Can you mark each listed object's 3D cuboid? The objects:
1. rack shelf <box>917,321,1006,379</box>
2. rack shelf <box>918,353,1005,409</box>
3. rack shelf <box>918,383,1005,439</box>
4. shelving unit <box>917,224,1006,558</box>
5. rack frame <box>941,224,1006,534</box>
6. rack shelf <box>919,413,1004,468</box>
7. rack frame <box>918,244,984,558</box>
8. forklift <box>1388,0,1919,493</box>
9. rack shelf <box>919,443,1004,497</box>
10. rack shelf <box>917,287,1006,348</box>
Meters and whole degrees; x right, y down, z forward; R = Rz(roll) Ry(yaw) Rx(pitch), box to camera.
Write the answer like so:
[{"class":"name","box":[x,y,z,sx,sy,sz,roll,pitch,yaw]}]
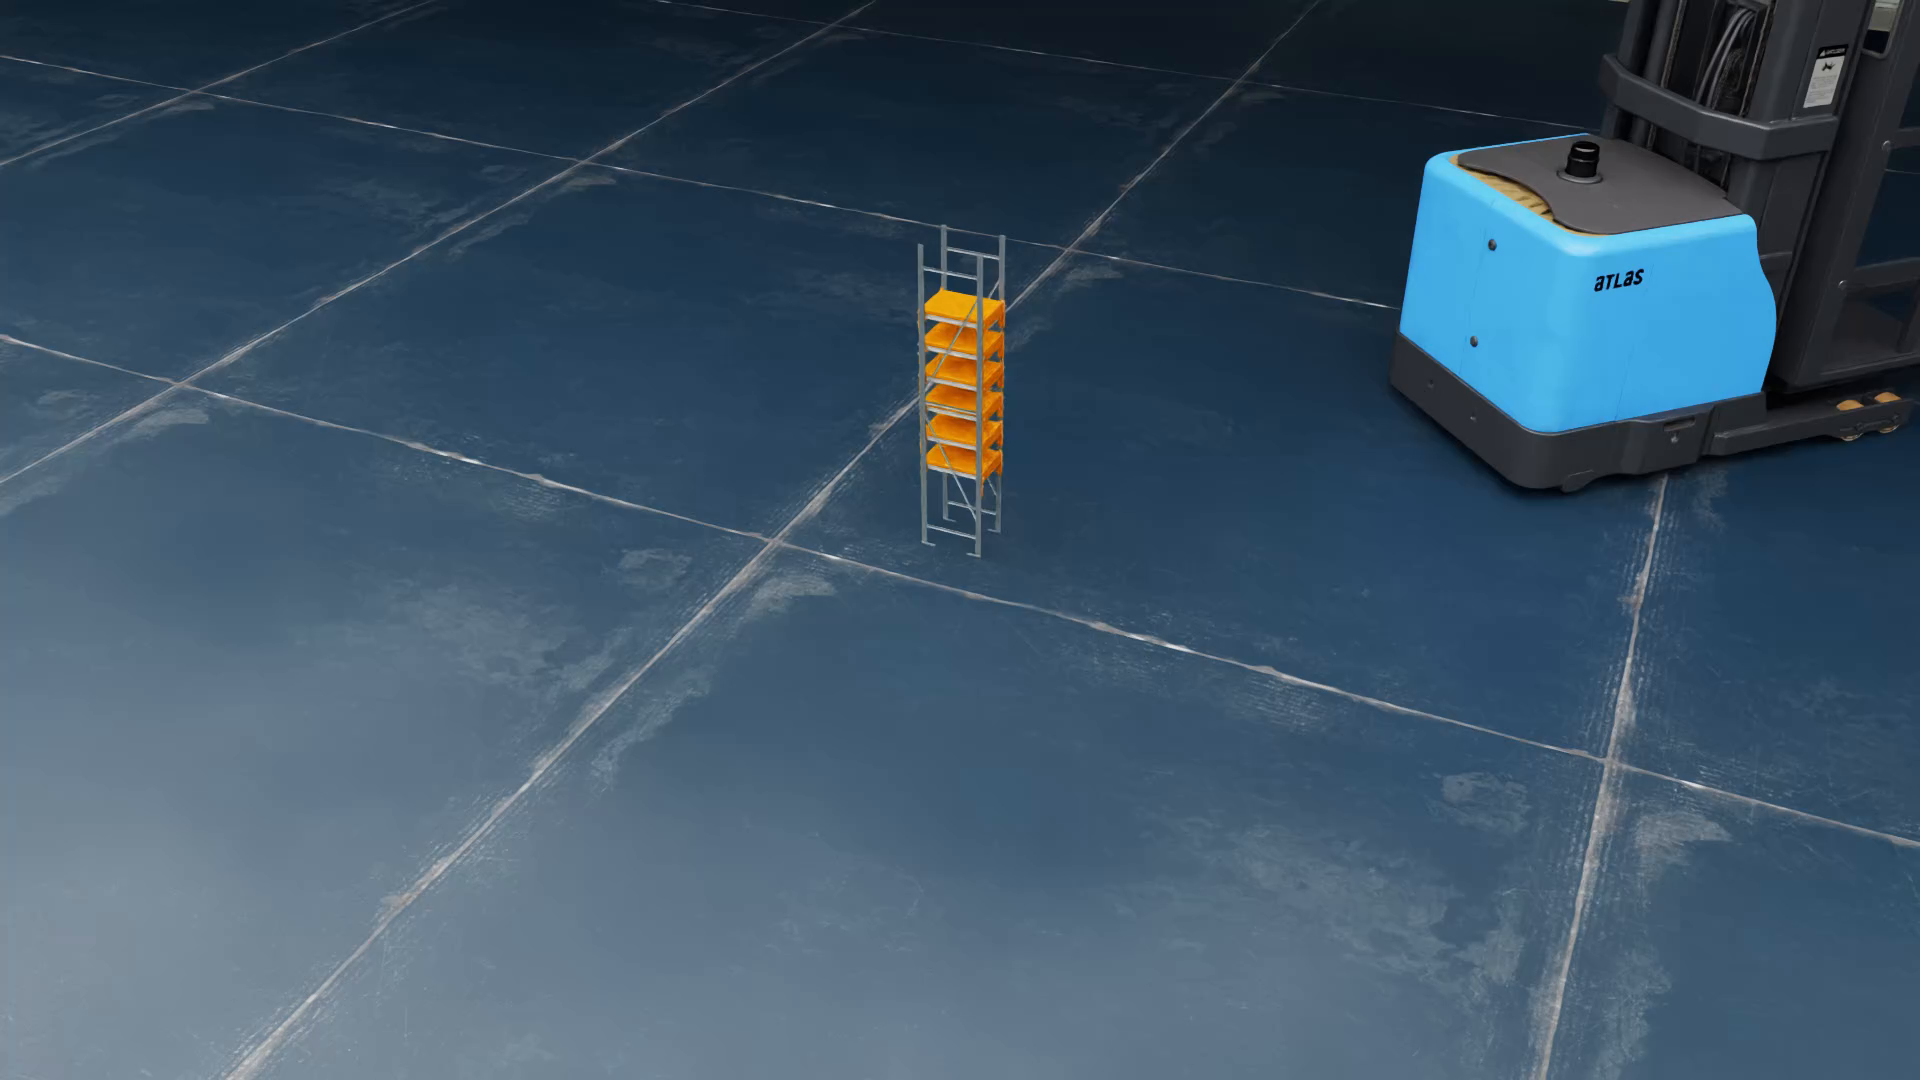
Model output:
[{"class":"rack shelf","box":[0.006,-0.673,5.825,0.258,0.103,0.180,14,36,20]},{"class":"rack shelf","box":[0.006,-0.572,5.891,0.258,0.103,0.180,14,36,20]},{"class":"rack shelf","box":[0.006,-0.472,5.956,0.258,0.103,0.180,14,36,20]},{"class":"shelving unit","box":[0.006,-0.509,5.932,0.258,1.200,0.189,14,36,20]},{"class":"rack frame","box":[0.044,-0.555,6.001,0.240,1.200,0.006,14,36,20]},{"class":"rack shelf","box":[0.006,-0.371,6.022,0.258,0.103,0.180,14,36,20]},{"class":"rack frame","box":[-0.032,-0.463,5.862,0.240,1.200,0.006,14,36,20]},{"class":"forklift","box":[3.418,-1.897,6.469,3.031,2.935,1.130,-11,35,-16]},{"class":"rack shelf","box":[0.006,-0.271,6.088,0.258,0.103,0.180,14,36,20]},{"class":"rack shelf","box":[0.006,-0.773,5.759,0.258,0.103,0.180,14,36,20]}]
